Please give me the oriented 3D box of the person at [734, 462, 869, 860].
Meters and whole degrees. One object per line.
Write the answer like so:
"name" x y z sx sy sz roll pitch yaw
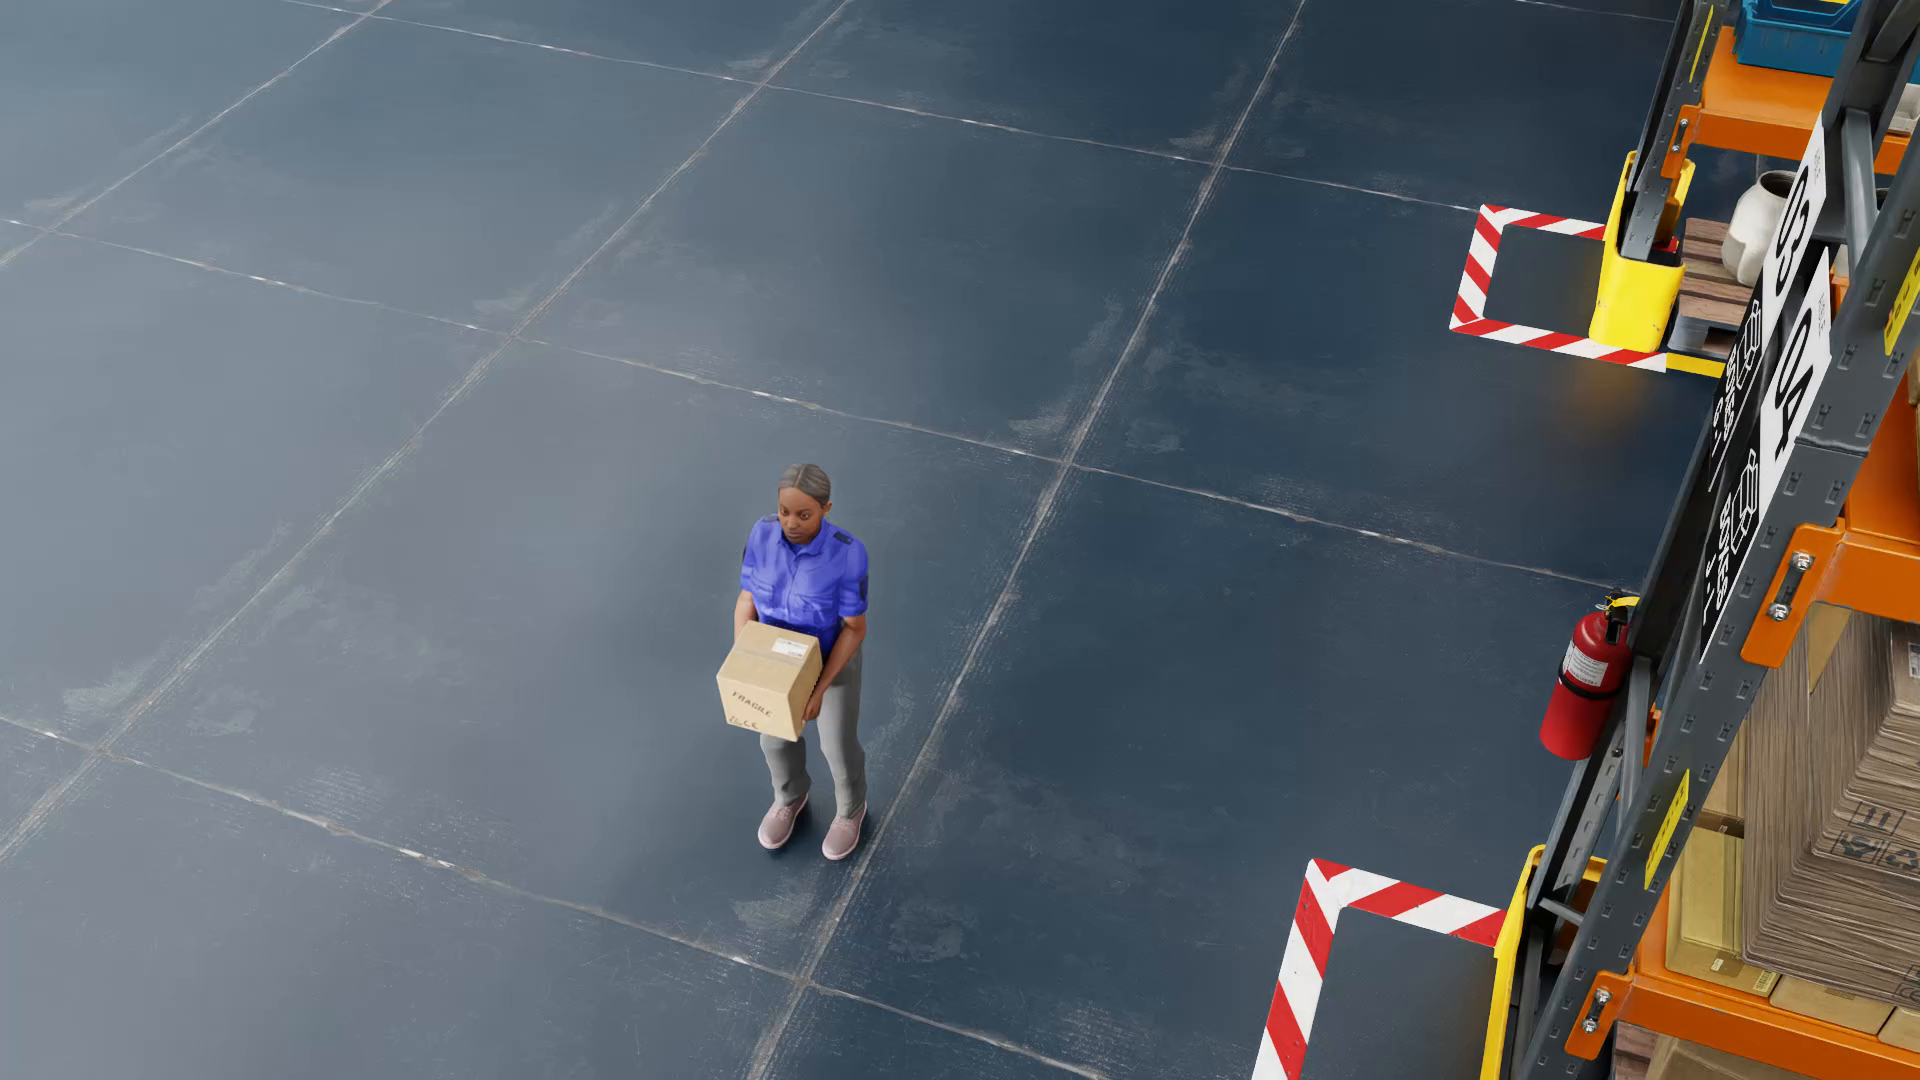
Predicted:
"person" -0.548 0.470 5.638 0.460 1.653 0.500 14 43 15
